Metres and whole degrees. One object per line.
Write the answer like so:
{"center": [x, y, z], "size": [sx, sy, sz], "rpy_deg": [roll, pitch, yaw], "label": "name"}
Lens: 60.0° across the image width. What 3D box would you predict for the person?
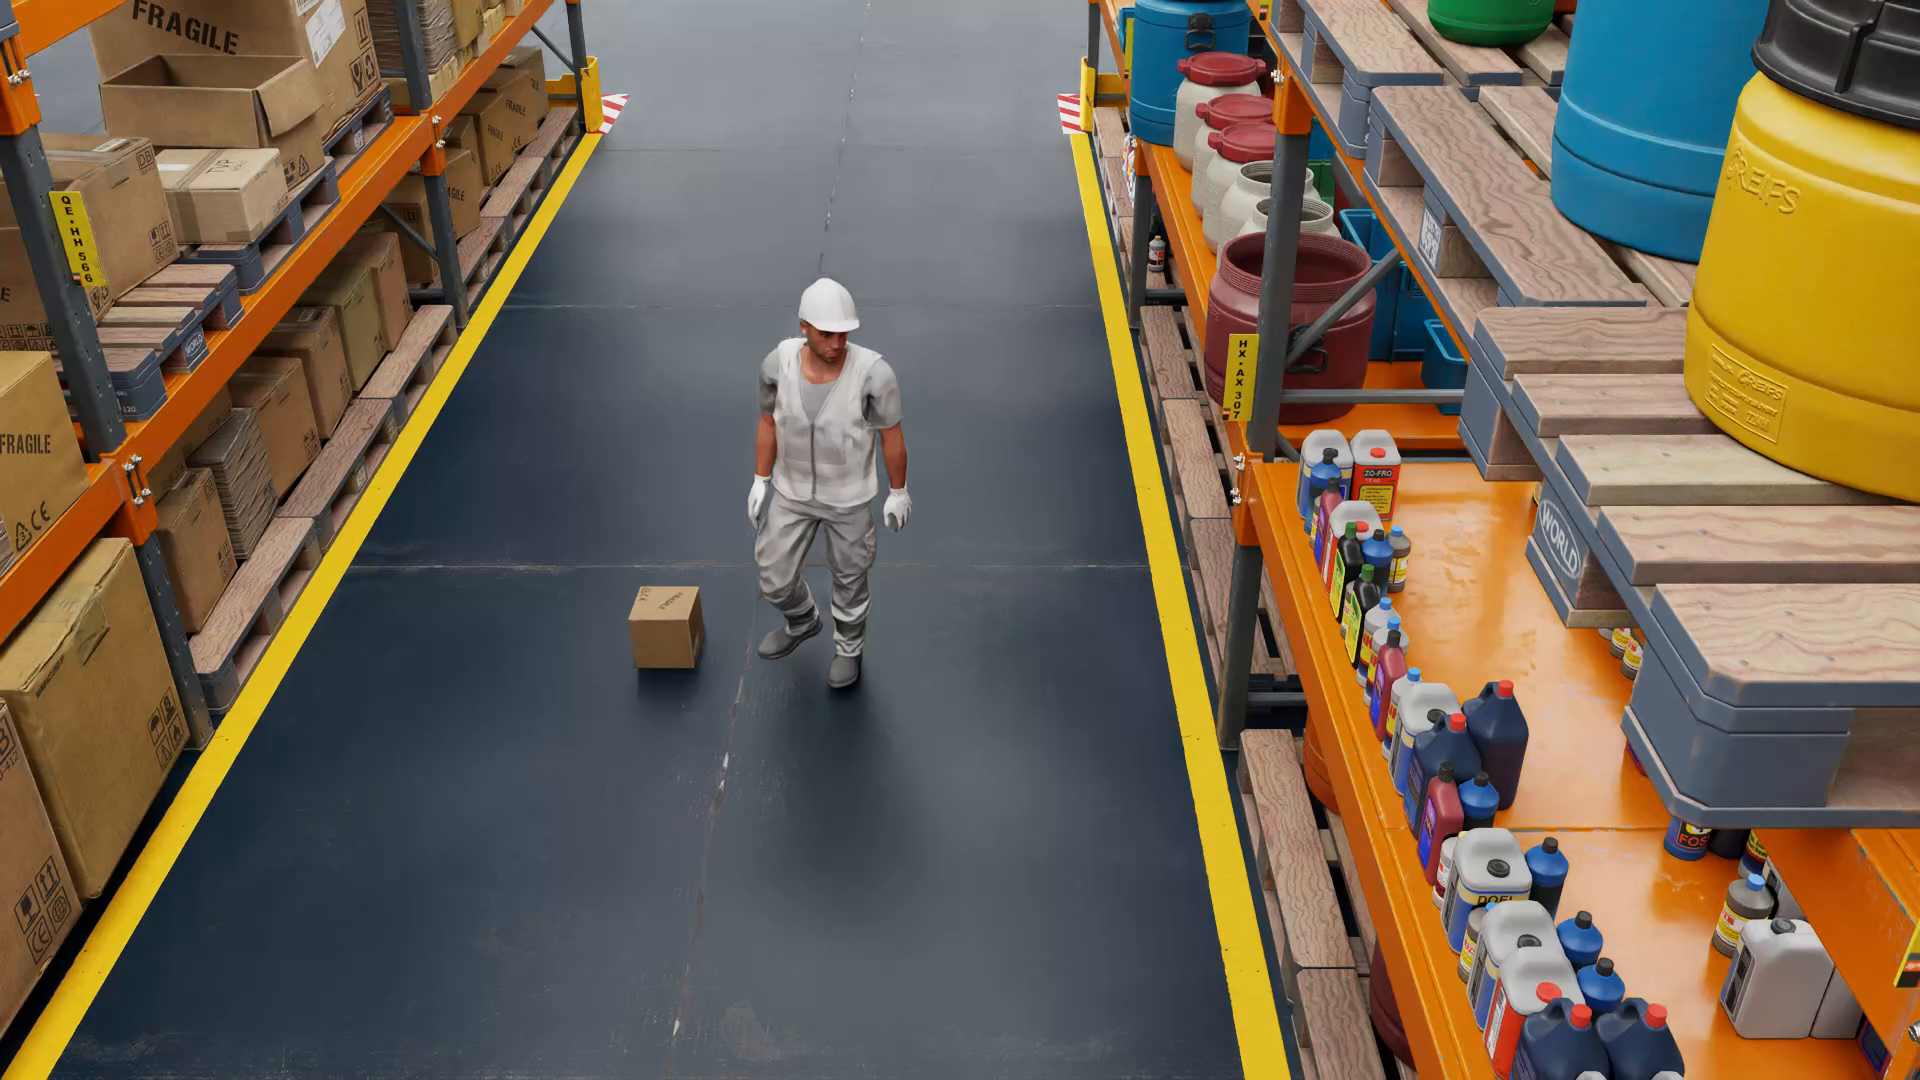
{"center": [-0.523, -0.191, 6.389], "size": [0.672, 1.775, 0.436], "rpy_deg": [6, 32, 10], "label": "person"}
